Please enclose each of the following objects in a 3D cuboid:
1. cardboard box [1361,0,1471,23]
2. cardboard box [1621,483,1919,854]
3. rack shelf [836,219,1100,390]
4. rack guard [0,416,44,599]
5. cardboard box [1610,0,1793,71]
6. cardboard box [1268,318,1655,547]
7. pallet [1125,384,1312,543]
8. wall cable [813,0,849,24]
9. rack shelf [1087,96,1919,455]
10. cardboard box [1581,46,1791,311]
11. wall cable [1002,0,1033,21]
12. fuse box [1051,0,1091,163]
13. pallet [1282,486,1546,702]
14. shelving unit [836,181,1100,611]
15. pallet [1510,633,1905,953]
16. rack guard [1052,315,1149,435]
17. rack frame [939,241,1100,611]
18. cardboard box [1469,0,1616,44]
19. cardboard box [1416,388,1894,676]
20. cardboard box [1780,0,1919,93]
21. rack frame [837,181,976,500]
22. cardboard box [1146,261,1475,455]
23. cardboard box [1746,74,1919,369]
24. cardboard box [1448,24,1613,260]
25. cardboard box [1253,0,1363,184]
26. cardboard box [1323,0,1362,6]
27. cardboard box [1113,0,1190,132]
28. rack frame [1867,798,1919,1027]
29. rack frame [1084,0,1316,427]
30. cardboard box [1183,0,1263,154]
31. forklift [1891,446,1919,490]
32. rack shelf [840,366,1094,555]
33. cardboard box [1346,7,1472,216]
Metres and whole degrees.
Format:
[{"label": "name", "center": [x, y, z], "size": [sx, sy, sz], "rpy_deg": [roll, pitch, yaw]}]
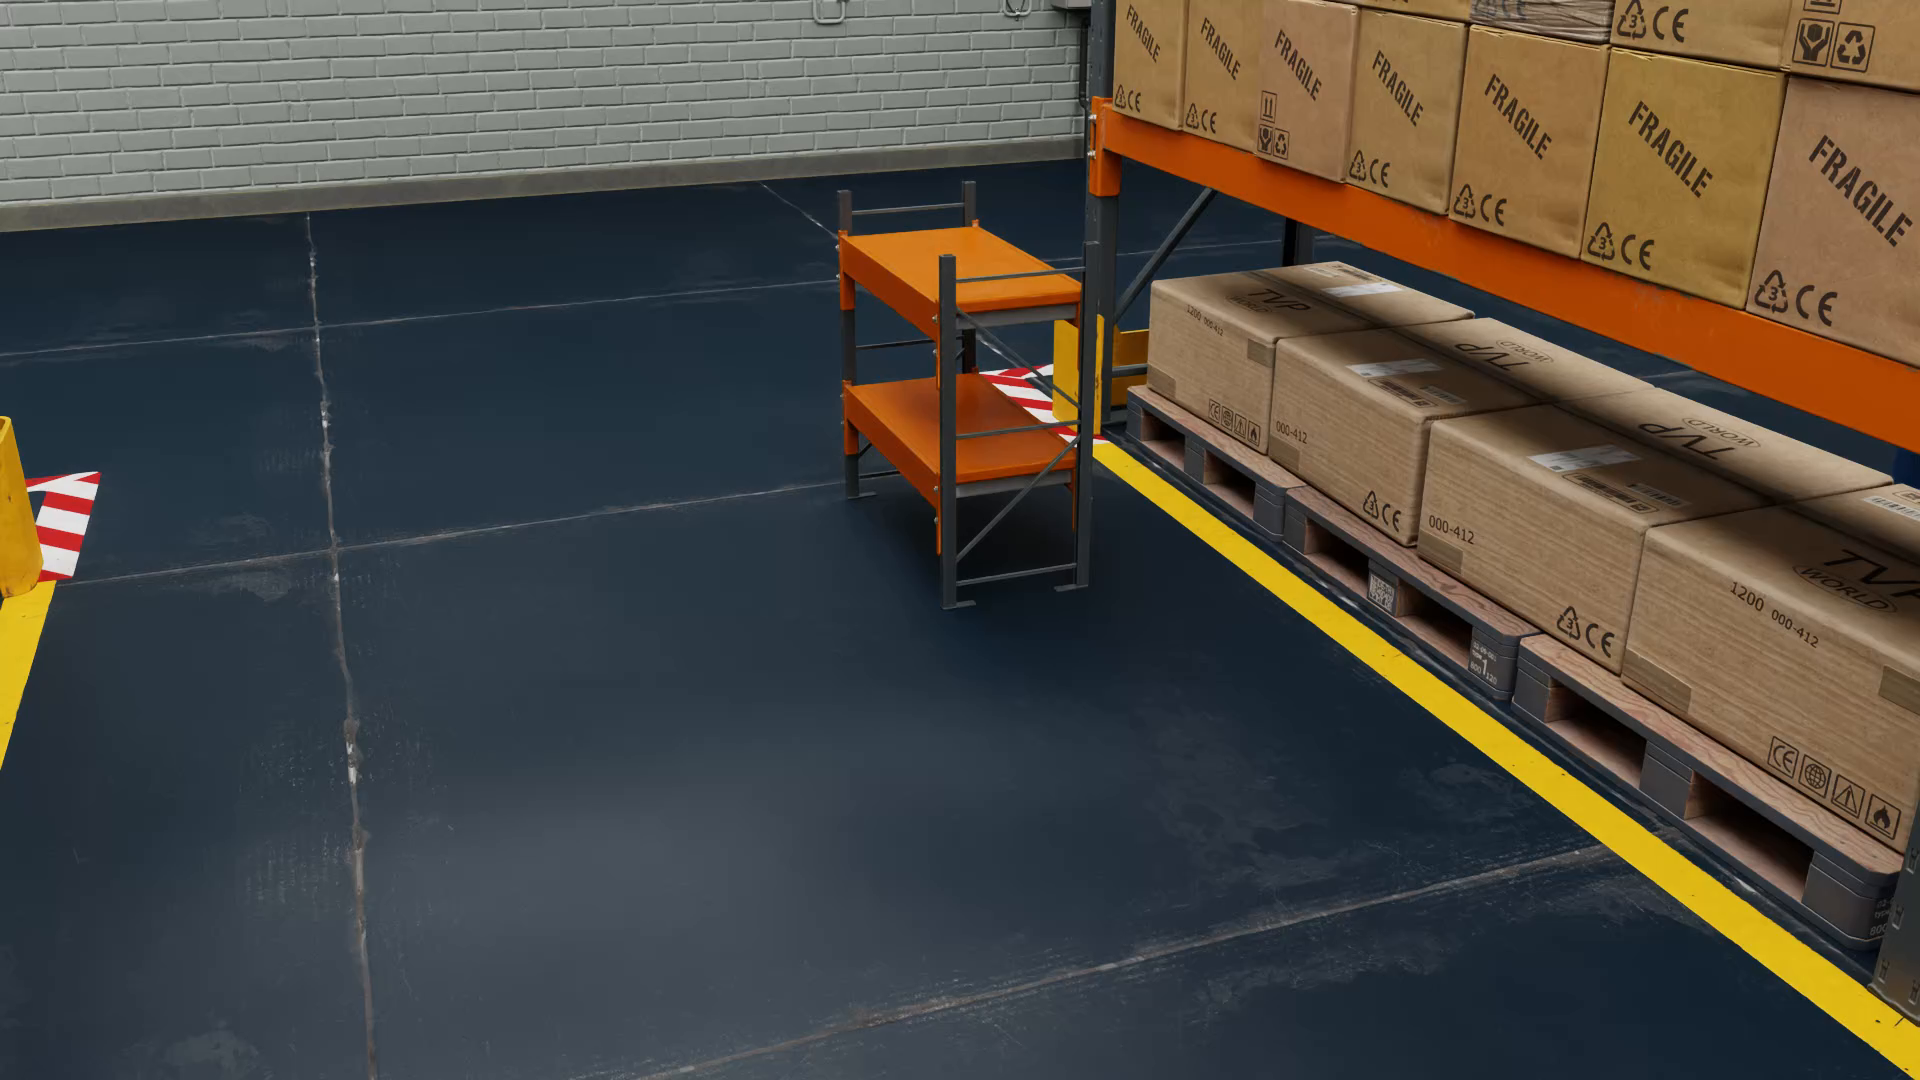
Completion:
[{"label": "cardboard box", "center": [1.444, -1.673, 4.441], "size": [0.500, 0.500, 0.500], "rpy_deg": [-8, 24, -19]}, {"label": "cardboard box", "center": [2.277, 0.264, 4.019], "size": [0.875, 0.438, 0.875], "rpy_deg": [-9, 24, -20]}, {"label": "rack shelf", "center": [-0.002, -0.791, 5.424], "size": [0.538, 0.278, 1.000], "rpy_deg": [-8, 24, -19]}, {"label": "rack guard", "center": [-3.583, -0.038, 5.196], "size": [1.175, 0.500, 0.348], "rpy_deg": [-8, 24, -19]}, {"label": "cardboard box", "center": [1.802, -1.306, 3.570], "size": [0.500, 0.500, 0.500], "rpy_deg": [-9, 24, -20]}, {"label": "cardboard box", "center": [1.643, -0.389, 5.568], "size": [0.875, 0.438, 0.875], "rpy_deg": [-8, 24, -18]}, {"label": "pallet", "center": [1.341, -0.369, 6.353], "size": [1.003, 0.211, 1.213], "rpy_deg": [-8, 24, -19]}, {"label": "wall cable", "center": [-1.028, -4.462, 11.125], "size": [0.585, 1.953, 0.123], "rpy_deg": [-8, 24, -19]}, {"label": "rack shelf", "center": [1.692, -0.875, 4.890], "size": [1.077, 0.370, 4.000], "rpy_deg": [-8, 24, -19]}, {"label": "cardboard box", "center": [1.809, -0.846, 3.766], "size": [0.500, 0.500, 0.500], "rpy_deg": [-9, 24, -20]}, {"label": "wall cable", "center": [0.294, -4.646, 11.603], "size": [0.588, 1.984, 0.122], "rpy_deg": [-8, 24, -19]}, {"label": "fuse box", "center": [0.988, -3.620, 12.137], "size": [0.539, 1.711, 0.414], "rpy_deg": [-8, 24, -19]}, {"label": "pallet", "center": [1.768, 0.074, 5.303], "size": [1.003, 0.211, 1.213], "rpy_deg": [-8, 24, -19]}, {"label": "shelving unit", "center": [-0.002, -0.521, 5.537], "size": [0.538, 1.125, 1.048], "rpy_deg": [-8, 24, -19]}, {"label": "pallet", "center": [2.203, 0.518, 4.249], "size": [1.003, 0.211, 1.213], "rpy_deg": [-8, 24, -19]}, {"label": "rack guard", "center": [0.977, -0.790, 6.981], "size": [1.175, 0.500, 0.348], "rpy_deg": [-8, 24, -19]}, {"label": "rack frame", "center": [0.177, -0.336, 5.099], "size": [0.500, 1.125, 0.032], "rpy_deg": [-8, 24, -19]}, {"label": "cardboard box", "center": [1.613, -1.489, 4.006], "size": [0.500, 0.500, 0.500], "rpy_deg": [-8, 24, -18]}, {"label": "cardboard box", "center": [1.960, -0.061, 4.790], "size": [0.875, 0.438, 0.875], "rpy_deg": [-9, 25, -21]}, {"label": "cardboard box", "center": [1.974, -1.120, 3.130], "size": [0.500, 0.500, 0.500], "rpy_deg": [-9, 24, -19]}, {"label": "rack frame", "center": [-0.182, -0.705, 5.976], "size": [0.500, 1.125, 0.032], "rpy_deg": [-8, 24, -19]}, {"label": "cardboard box", "center": [1.312, -0.720, 6.355], "size": [0.875, 0.438, 0.875], "rpy_deg": [-9, 25, -21]}, {"label": "cardboard box", "center": [1.996, -0.659, 3.324], "size": [0.500, 0.500, 0.500], "rpy_deg": [-8, 24, -19]}, {"label": "cardboard box", "center": [1.617, -1.026, 4.194], "size": [0.500, 0.500, 0.500], "rpy_deg": [-9, 24, -20]}, {"label": "cardboard box", "center": [1.254, -1.398, 5.077], "size": [0.500, 0.500, 0.500], "rpy_deg": [-8, 24, -19]}, {"label": "cardboard box", "center": [1.267, -1.854, 4.870], "size": [0.500, 0.500, 0.500], "rpy_deg": [-9, 24, -19]}, {"label": "cardboard box", "center": [0.886, -1.766, 5.948], "size": [0.500, 0.500, 0.500], "rpy_deg": [-9, 24, -19]}, {"label": "rack frame", "center": [2.399, -0.480, 3.027], "size": [1.000, 3.000, 0.127], "rpy_deg": [-8, 24, -19]}, {"label": "rack frame", "center": [0.986, -1.933, 6.475], "size": [1.000, 3.000, 0.127], "rpy_deg": [-8, 24, -19]}, {"label": "cardboard box", "center": [1.091, -1.586, 5.521], "size": [0.500, 0.500, 0.500], "rpy_deg": [-9, 24, -20]}, {"label": "forklift", "center": [4.133, -0.798, 3.870], "size": [3.031, 2.935, 1.130], "rpy_deg": [21, 31, 40]}, {"label": "rack shelf", "center": [-0.002, -0.295, 5.632], "size": [0.538, 0.278, 1.000], "rpy_deg": [-8, 24, -19]}, {"label": "cardboard box", "center": [1.447, -1.219, 4.650], "size": [0.500, 0.500, 0.500], "rpy_deg": [-8, 24, -17]}]
